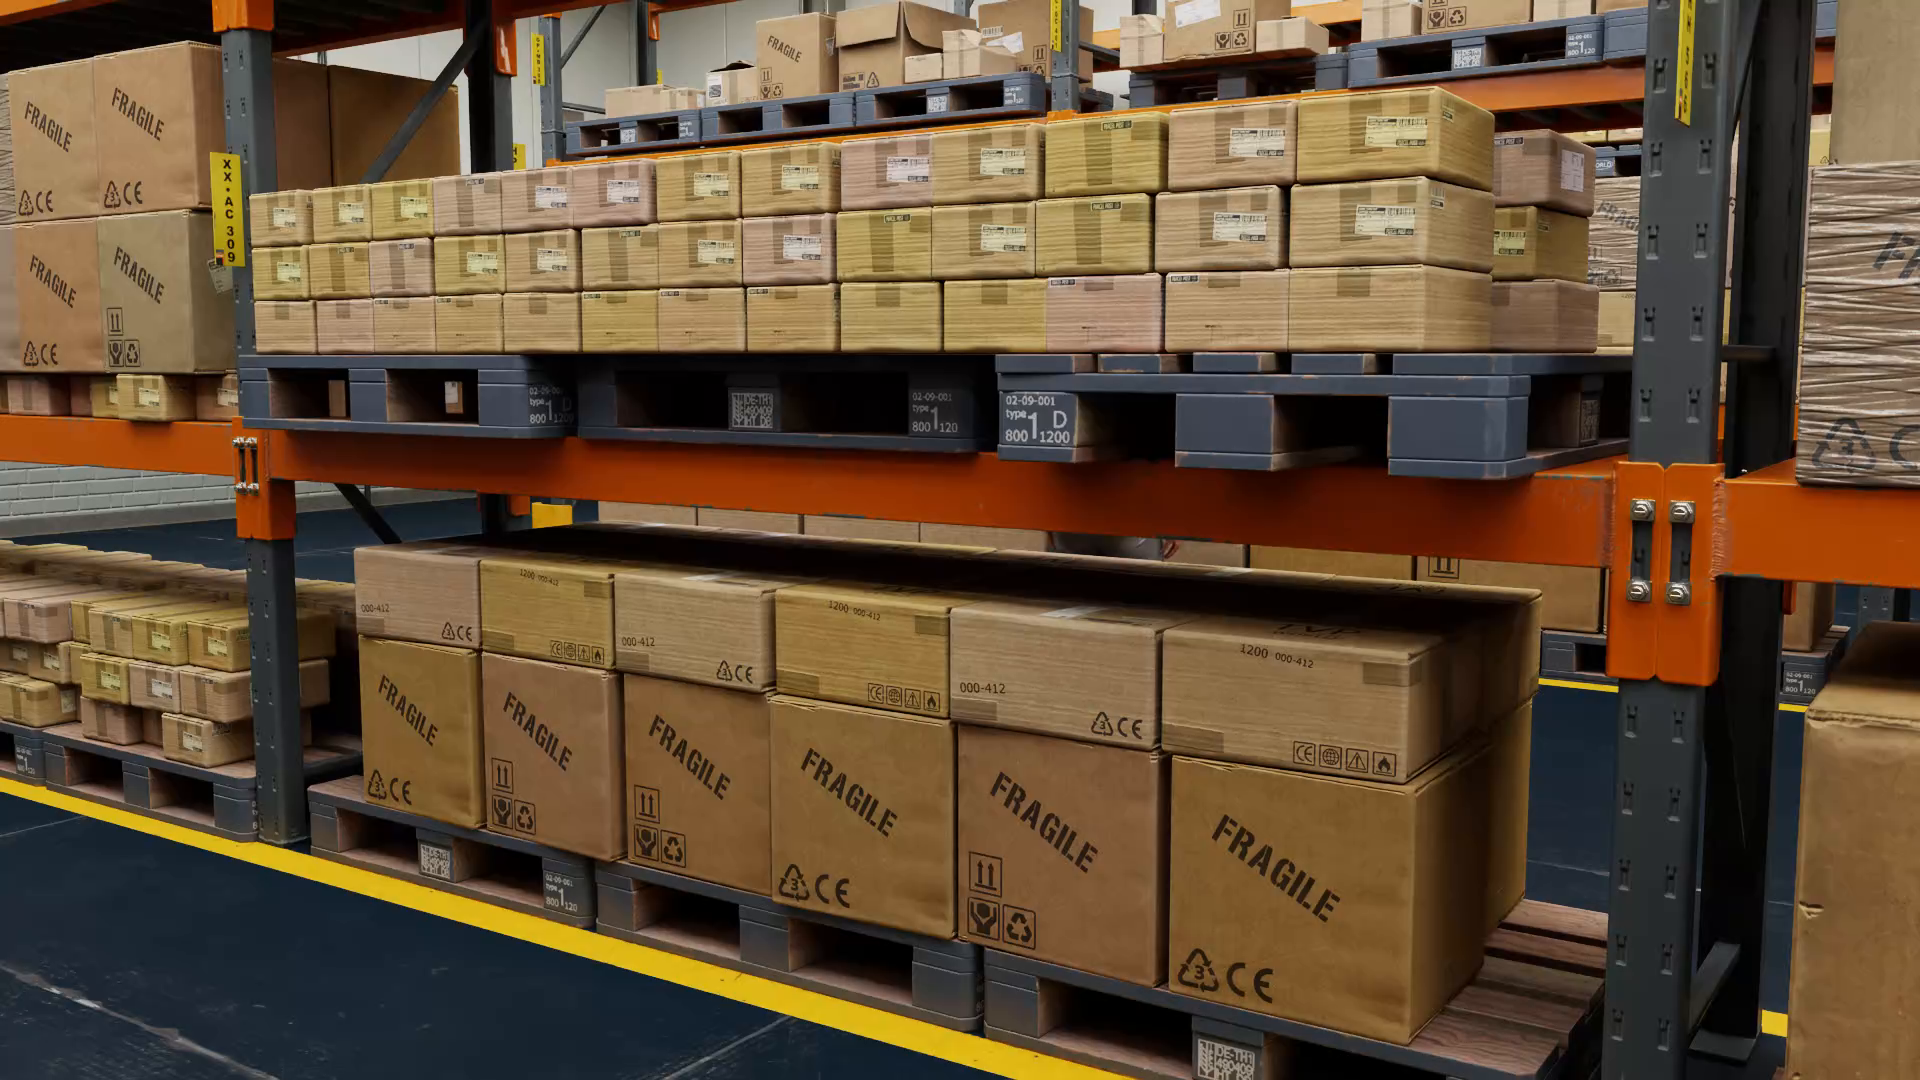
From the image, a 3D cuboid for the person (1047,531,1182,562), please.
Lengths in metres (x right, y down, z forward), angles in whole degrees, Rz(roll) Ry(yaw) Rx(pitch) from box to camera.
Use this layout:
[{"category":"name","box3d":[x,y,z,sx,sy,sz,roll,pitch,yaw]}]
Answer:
[{"category":"person","box3d":[0.586,-0.092,6.484,0.593,1.773,0.457,4,7,31]}]
